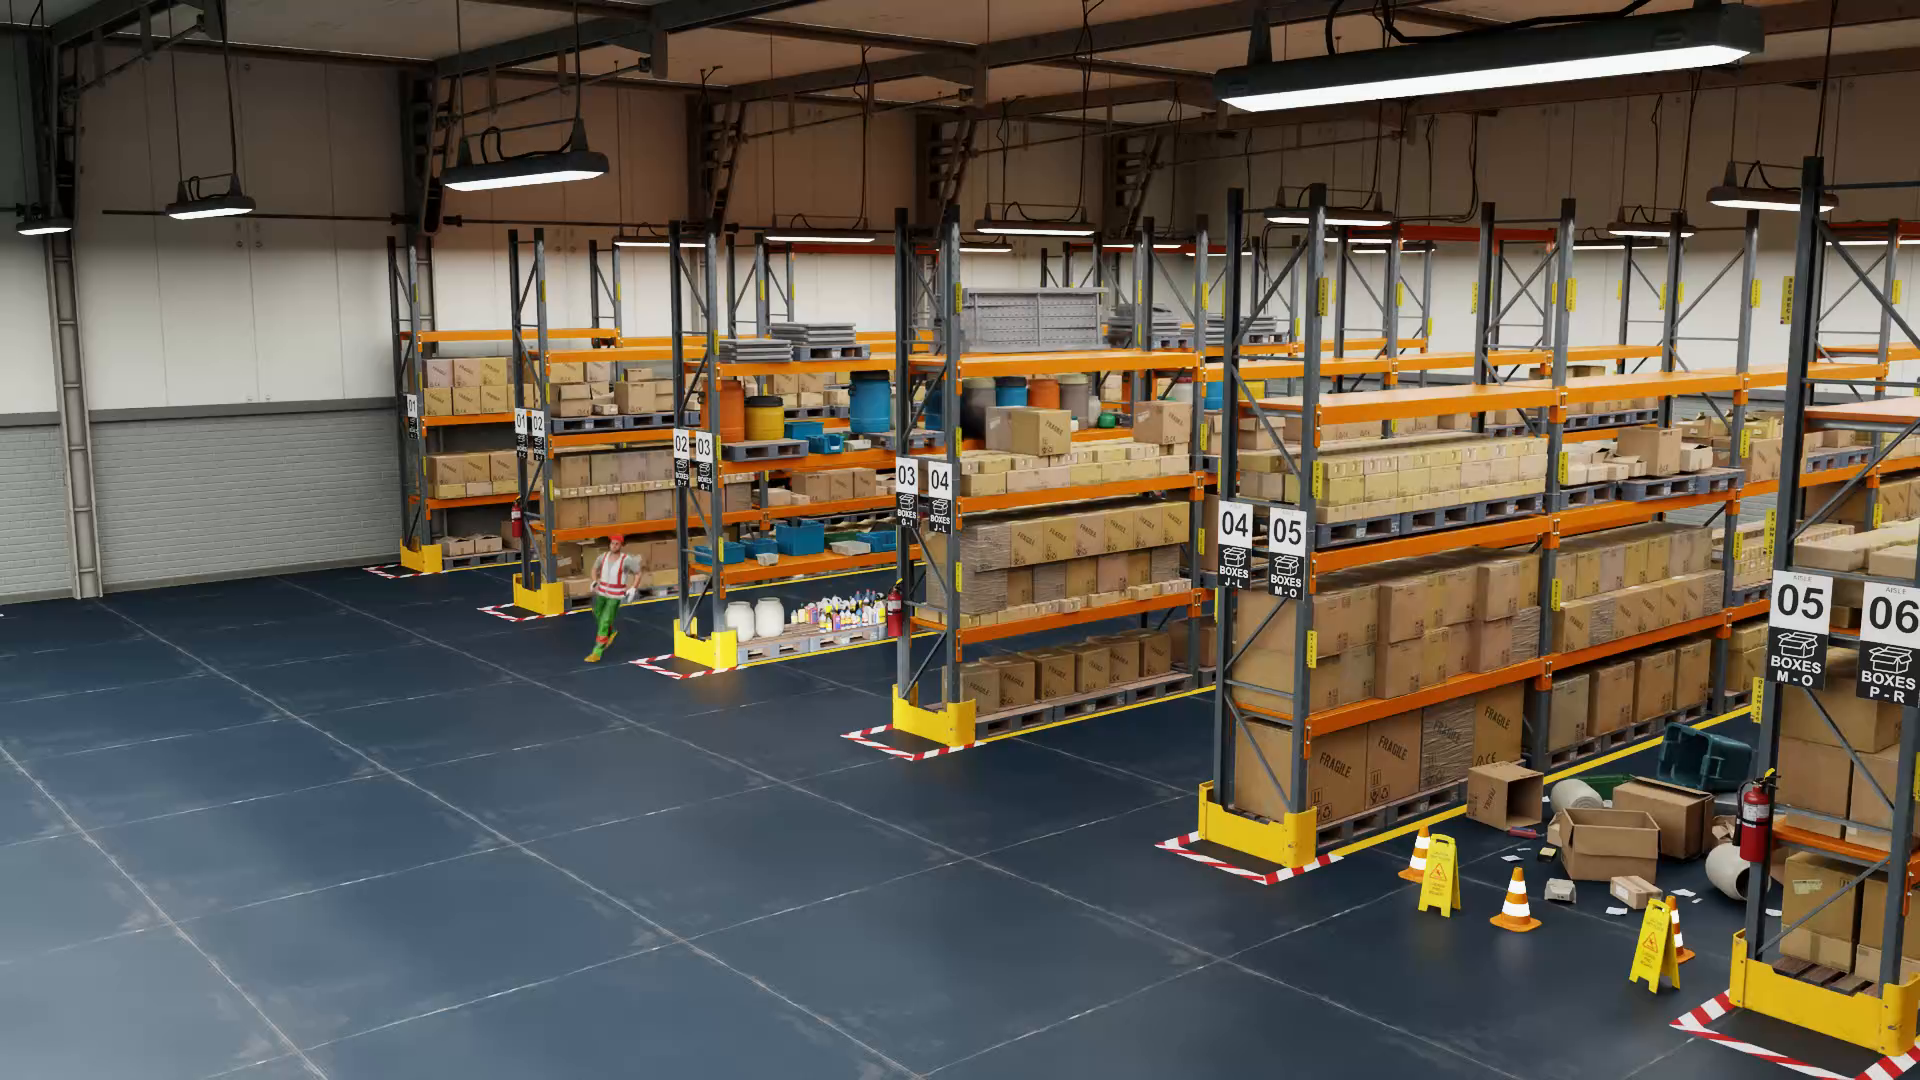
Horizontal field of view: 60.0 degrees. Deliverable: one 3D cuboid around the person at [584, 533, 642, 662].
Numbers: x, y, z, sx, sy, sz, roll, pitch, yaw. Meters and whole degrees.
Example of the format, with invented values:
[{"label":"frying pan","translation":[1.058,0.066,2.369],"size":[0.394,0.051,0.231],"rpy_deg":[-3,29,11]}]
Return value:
[{"label":"person","translation":[-4.800,0.773,22.999],"size":[0.719,1.741,0.928],"rpy_deg":[2,9,16]}]
